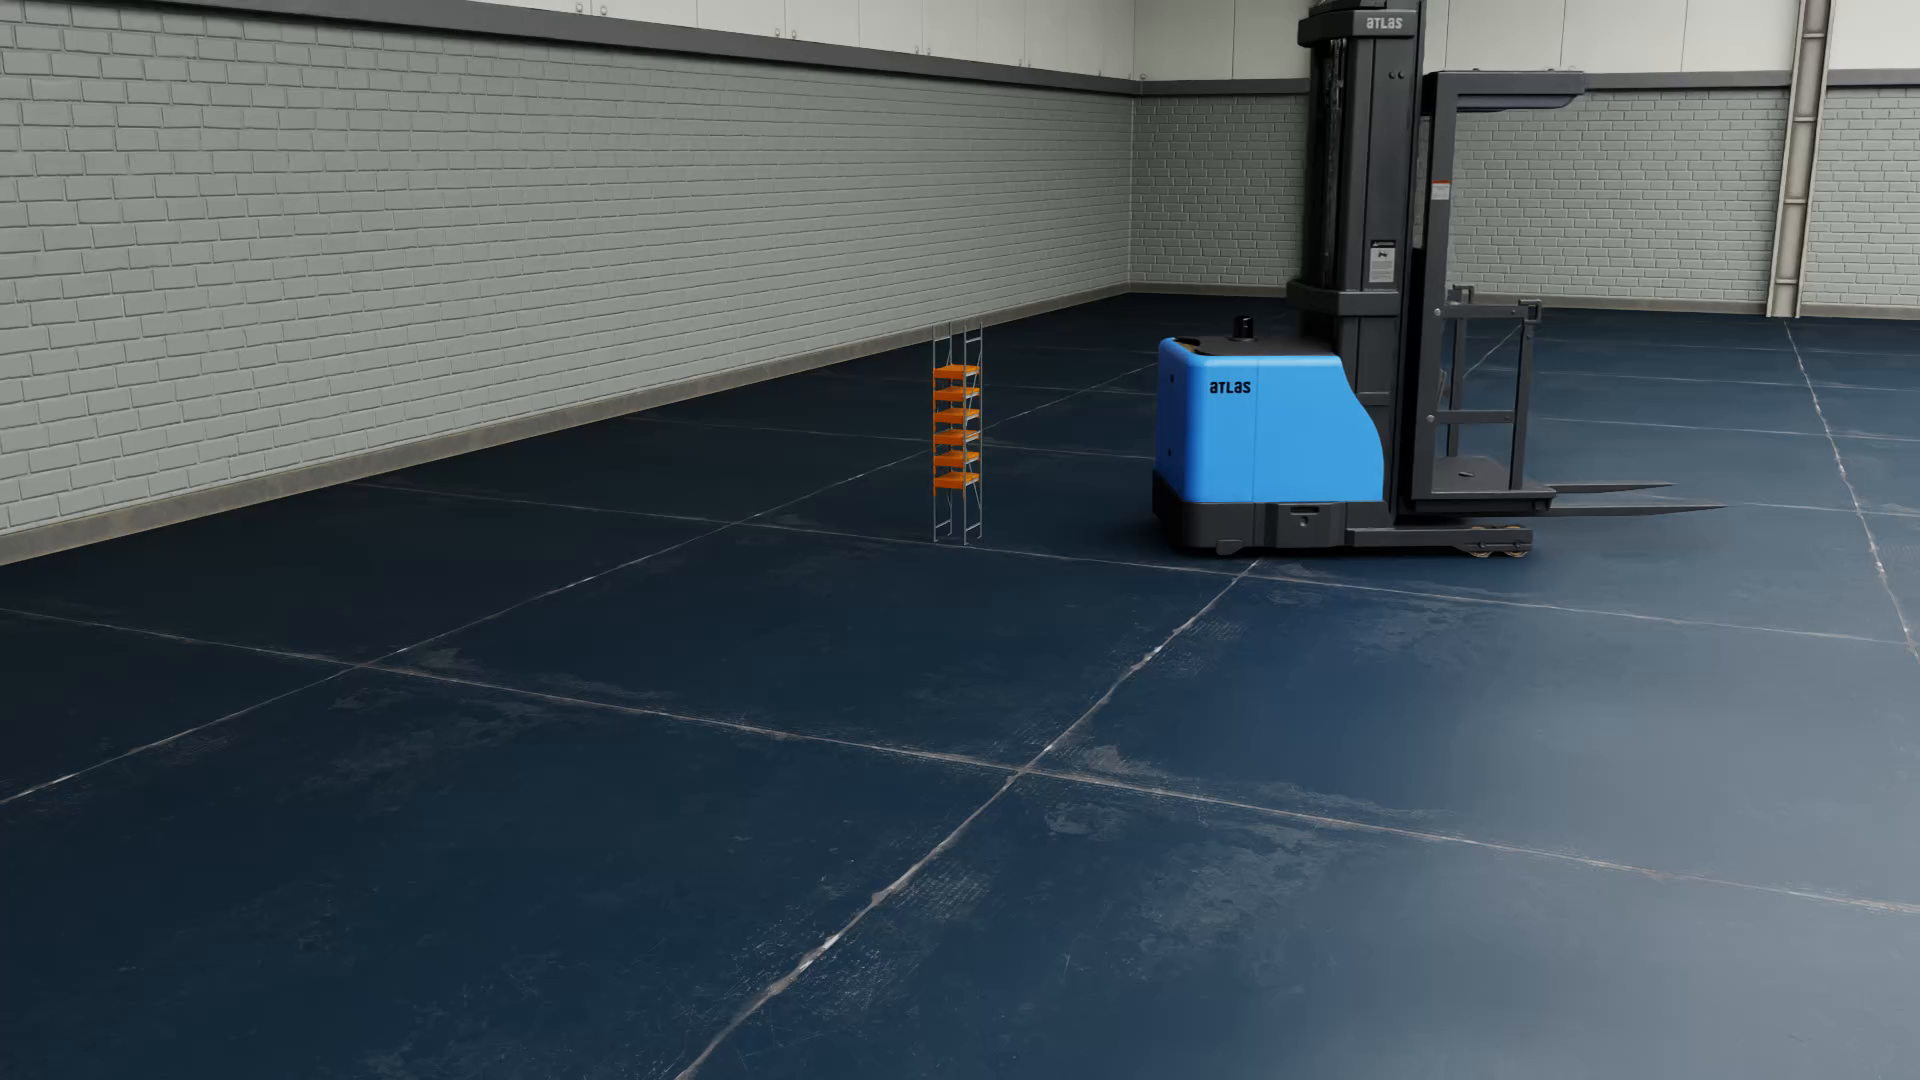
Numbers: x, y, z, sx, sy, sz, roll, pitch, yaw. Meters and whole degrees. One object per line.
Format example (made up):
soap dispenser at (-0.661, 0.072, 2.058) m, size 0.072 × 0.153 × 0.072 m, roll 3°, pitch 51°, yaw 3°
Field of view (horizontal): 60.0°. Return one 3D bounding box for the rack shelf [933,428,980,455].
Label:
rack shelf at (-0.013, -0.542, 9.134) m, size 0.180 × 0.103 × 0.258 m, roll 6°, pitch 14°, yaw 23°

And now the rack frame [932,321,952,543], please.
rack frame at (-0.097, -0.594, 9.160) m, size 0.006 × 1.200 × 0.240 m, roll 6°, pitch 14°, yaw 23°

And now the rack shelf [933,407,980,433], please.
rack shelf at (-0.013, -0.659, 9.106) m, size 0.180 × 0.103 × 0.258 m, roll 6°, pitch 14°, yaw 23°

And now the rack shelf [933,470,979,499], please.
rack shelf at (-0.013, -0.309, 9.188) m, size 0.180 × 0.103 × 0.258 m, roll 6°, pitch 14°, yaw 23°

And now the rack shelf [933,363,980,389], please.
rack shelf at (-0.013, -0.893, 9.051) m, size 0.180 × 0.103 × 0.258 m, roll 6°, pitch 14°, yaw 23°

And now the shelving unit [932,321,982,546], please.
shelving unit at (-0.013, -0.585, 9.123) m, size 0.189 × 1.200 × 0.258 m, roll 6°, pitch 14°, yaw 23°

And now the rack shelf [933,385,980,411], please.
rack shelf at (-0.013, -0.776, 9.079) m, size 0.180 × 0.103 × 0.258 m, roll 6°, pitch 14°, yaw 23°

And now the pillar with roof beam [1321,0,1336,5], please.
pillar with roof beam at (3.505, -6.959, 19.213) m, size 0.400 × 9.000 × 9.100 m, roll 6°, pitch 14°, yaw 23°

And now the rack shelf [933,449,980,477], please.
rack shelf at (-0.013, -0.425, 9.161) m, size 0.180 × 0.103 × 0.258 m, roll 6°, pitch 14°, yaw 23°

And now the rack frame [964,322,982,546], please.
rack frame at (0.070, -0.577, 9.087) m, size 0.006 × 1.200 × 0.240 m, roll 6°, pitch 14°, yaw 23°

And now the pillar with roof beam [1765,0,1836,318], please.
pillar with roof beam at (8.990, -6.404, 16.847) m, size 0.400 × 9.000 × 9.100 m, roll 6°, pitch 14°, yaw 23°

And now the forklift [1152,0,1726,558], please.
forklift at (2.653, -1.453, 9.030) m, size 3.031 × 2.935 × 1.130 m, roll -1°, pitch 13°, yaw -3°
